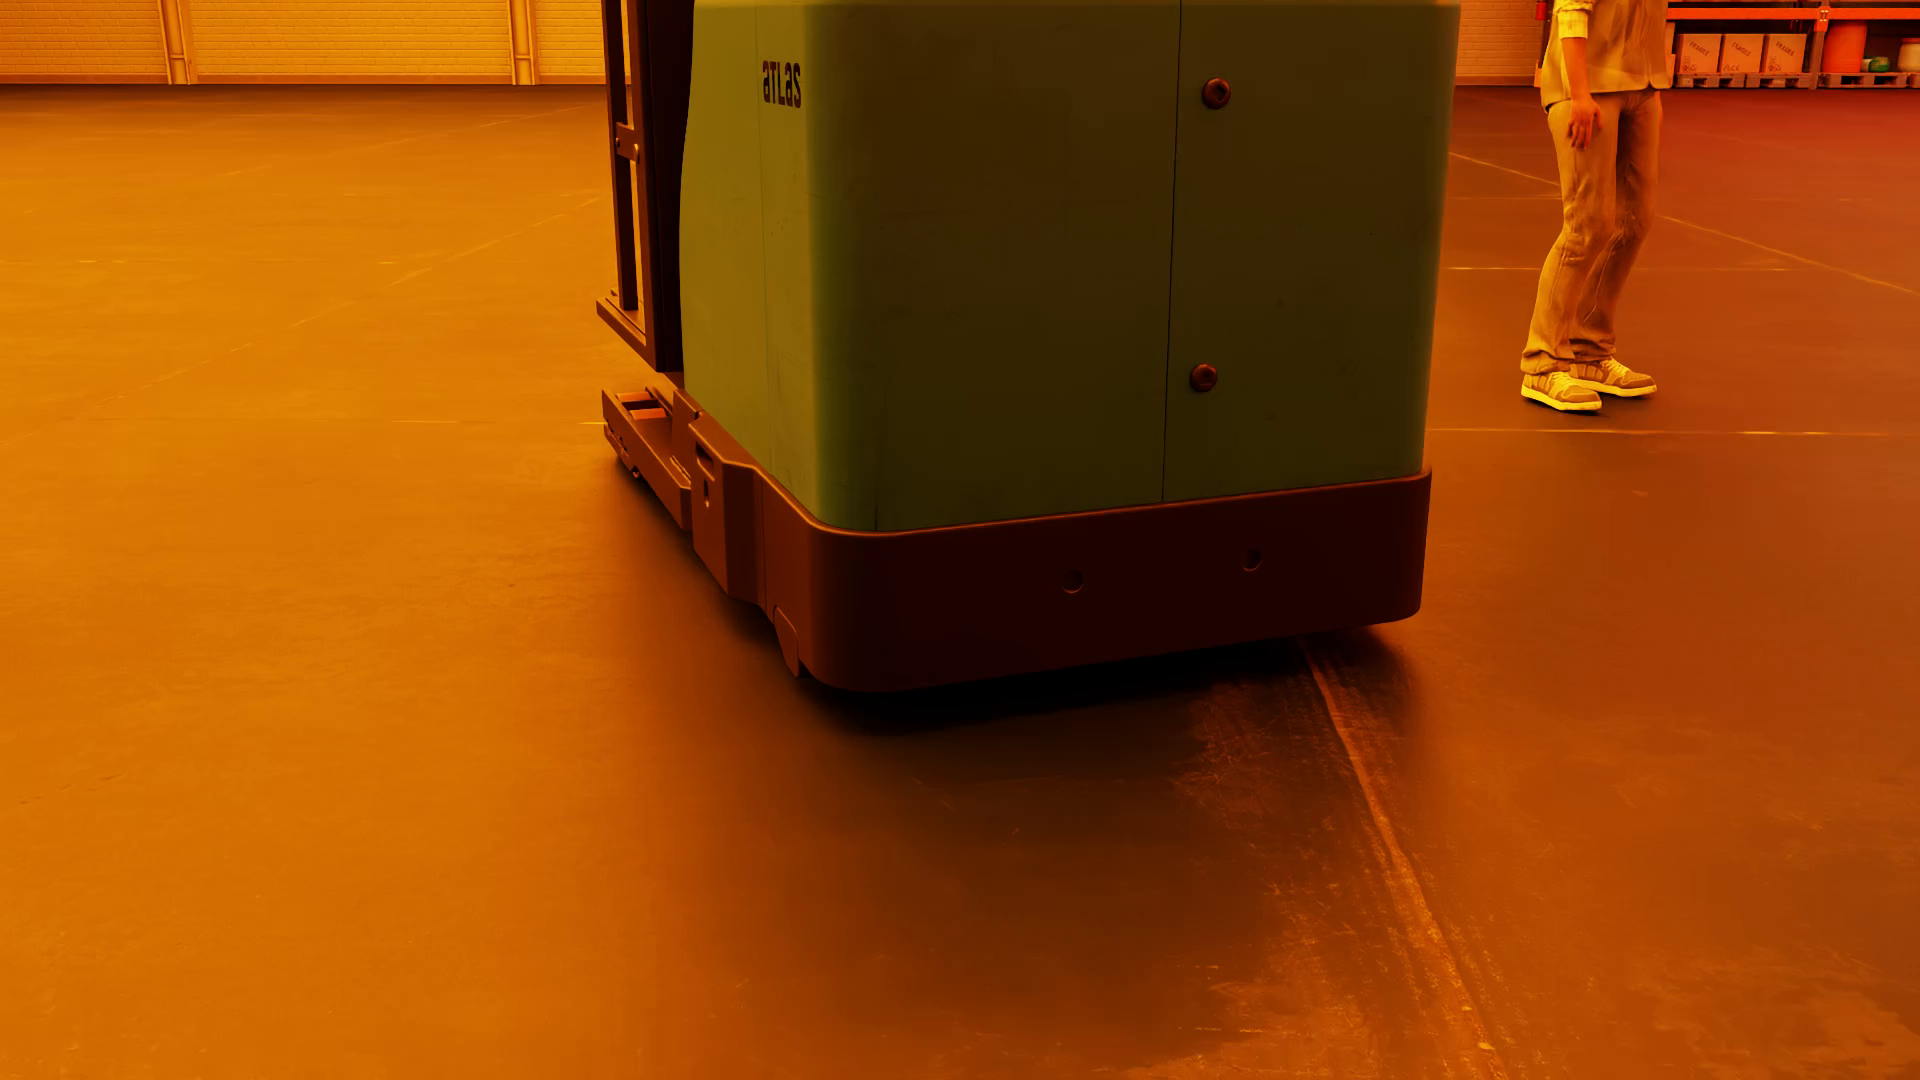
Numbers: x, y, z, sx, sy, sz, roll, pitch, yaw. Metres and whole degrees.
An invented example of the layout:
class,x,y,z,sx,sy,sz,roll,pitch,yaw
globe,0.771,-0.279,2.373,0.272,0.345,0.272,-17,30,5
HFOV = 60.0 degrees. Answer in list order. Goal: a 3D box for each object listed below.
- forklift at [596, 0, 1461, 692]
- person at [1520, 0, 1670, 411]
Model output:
class,x,y,z,sx,sy,sz,roll,pitch,yaw
forklift,-0.220,-1.575,3.501,1.130,2.935,3.031,-6,18,-19
person,1.742,-1.165,4.441,0.472,1.592,0.348,-15,23,-39
